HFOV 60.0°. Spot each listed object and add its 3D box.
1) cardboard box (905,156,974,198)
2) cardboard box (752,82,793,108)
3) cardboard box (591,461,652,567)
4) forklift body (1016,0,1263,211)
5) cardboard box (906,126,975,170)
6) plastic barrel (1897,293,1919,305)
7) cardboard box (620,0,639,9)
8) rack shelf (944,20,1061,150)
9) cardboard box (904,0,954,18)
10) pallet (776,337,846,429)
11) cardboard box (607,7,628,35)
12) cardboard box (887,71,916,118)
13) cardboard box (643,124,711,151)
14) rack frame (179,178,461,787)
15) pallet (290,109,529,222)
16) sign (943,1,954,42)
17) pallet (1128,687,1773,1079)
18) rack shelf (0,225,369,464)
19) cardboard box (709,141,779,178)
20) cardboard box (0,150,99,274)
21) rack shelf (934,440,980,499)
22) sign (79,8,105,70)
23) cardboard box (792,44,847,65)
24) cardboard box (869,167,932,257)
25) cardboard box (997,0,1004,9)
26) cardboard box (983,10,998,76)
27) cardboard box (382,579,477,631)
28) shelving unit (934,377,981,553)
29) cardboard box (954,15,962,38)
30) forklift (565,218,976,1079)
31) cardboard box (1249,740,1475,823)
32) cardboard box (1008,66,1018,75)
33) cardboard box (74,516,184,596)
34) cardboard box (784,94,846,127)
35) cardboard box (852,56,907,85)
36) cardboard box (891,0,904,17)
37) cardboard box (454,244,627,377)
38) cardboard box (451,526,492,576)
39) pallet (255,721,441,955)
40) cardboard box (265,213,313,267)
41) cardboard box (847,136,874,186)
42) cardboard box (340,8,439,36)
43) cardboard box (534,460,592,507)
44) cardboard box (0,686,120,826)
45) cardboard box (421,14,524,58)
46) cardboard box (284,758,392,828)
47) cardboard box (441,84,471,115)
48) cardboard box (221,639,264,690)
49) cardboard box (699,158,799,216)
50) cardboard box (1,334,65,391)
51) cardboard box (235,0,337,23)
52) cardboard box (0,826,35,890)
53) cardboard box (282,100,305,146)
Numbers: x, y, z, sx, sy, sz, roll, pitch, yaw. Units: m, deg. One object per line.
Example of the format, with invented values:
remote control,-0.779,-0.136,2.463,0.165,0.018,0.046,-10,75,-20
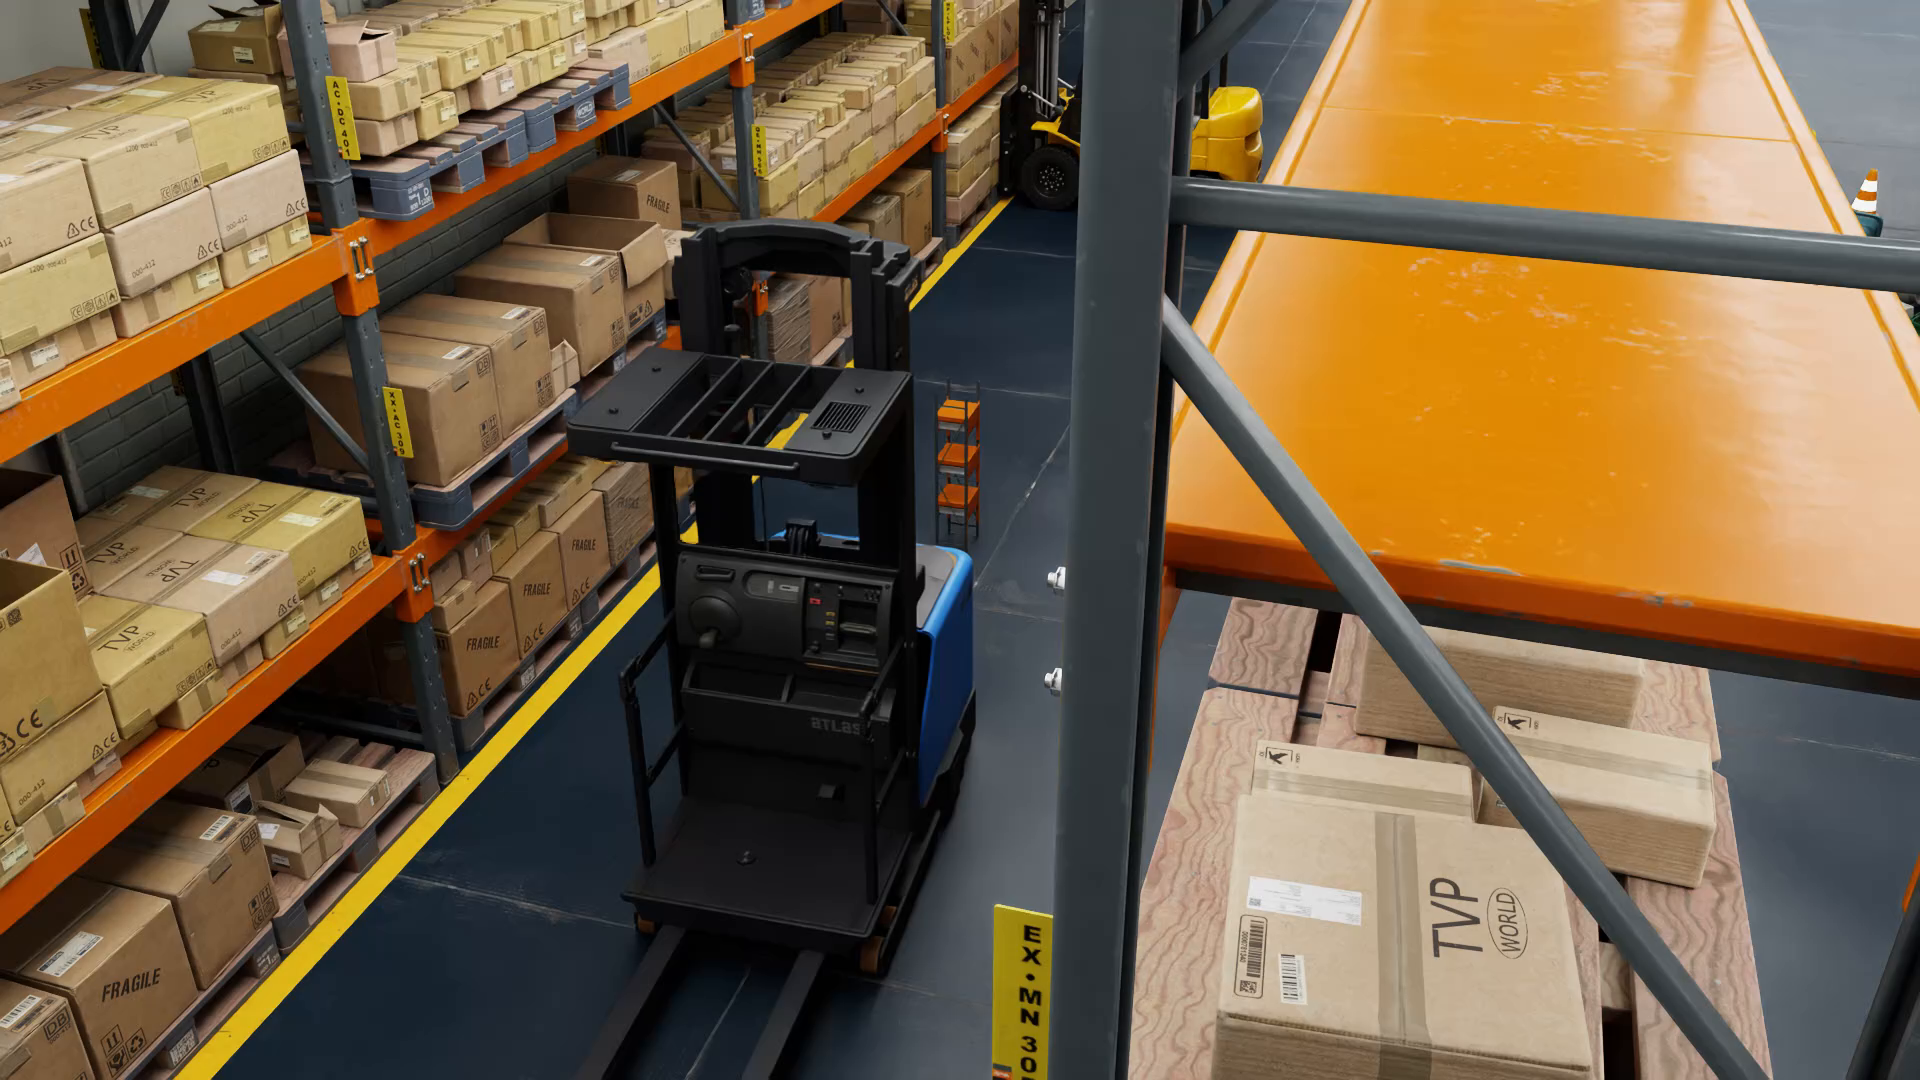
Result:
cardboard box,-0.180,-3.304,15.021,0.500,0.250,0.500,8,30,15
cardboard box,-1.457,-3.287,12.339,0.380,0.149,0.250,9,30,16
cardboard box,-2.153,-0.209,9.715,0.500,0.500,0.500,7,30,13
forklift body,1.744,-4.269,15.747,2.313,2.155,1.214,8,30,15
cardboard box,-0.175,-3.522,14.898,0.500,0.250,0.500,8,30,14
plastic barrel,7.757,-2.177,13.763,0.421,0.421,0.512,-17,34,-28
cardboard box,-1.919,-2.926,8.812,0.380,0.149,0.250,8,30,14
rack shelf,-0.030,-4.538,16.097,1.077,0.370,4.000,8,30,15
cardboard box,-0.267,-4.623,14.433,0.380,0.149,0.250,9,30,16
pallet,-1.513,-1.222,12.265,1.003,0.211,1.213,8,30,15
cardboard box,-2.014,-2.818,8.923,0.380,0.149,0.250,9,30,15
cardboard box,-0.661,-3.571,13.259,0.500,0.250,0.500,8,30,14
cardboard box,-1.919,-2.709,11.299,0.380,0.149,0.250,9,30,16
rack frame,-2.966,-0.205,7.568,1.000,3.000,0.127,8,30,15
pallet,-2.707,-1.727,7.411,1.213,0.211,1.003,8,30,15
sign,-0.096,-4.321,13.858,0.100,0.325,0.005,8,30,15
pallet,0.814,0.742,2.871,1.003,0.211,1.213,8,30,15
rack shelf,-3.553,-0.272,5.343,1.077,0.370,4.000,8,30,15
cardboard box,-1.416,-2.497,10.918,0.380,0.149,0.250,9,30,16
cardboard box,-3.181,-1.058,5.351,0.500,0.250,0.500,9,30,16
rack shelf,-0.016,-0.425,9.990,0.215,0.259,0.240,8,30,15
sign,-3.497,-1.991,6.757,0.100,0.325,0.005,8,30,15
cardboard box,-1.129,-3.884,13.412,0.380,0.149,0.250,8,30,15
cardboard box,-0.760,-2.825,14.288,0.875,0.625,0.625,10,31,17
cardboard box,0.200,-5.076,15.555,0.380,0.149,0.250,8,30,14
cardboard box,0.047,-4.615,15.393,0.500,0.500,0.500,8,30,14
cardboard box,-2.606,0.292,8.147,0.380,0.149,0.250,10,31,17
shelving unit,-0.016,-0.434,9.985,0.215,1.050,0.252,8,30,15
cardboard box,-0.198,-4.481,14.485,0.380,0.149,0.250,9,30,16
forklift,-0.776,0.340,6.659,1.130,2.935,3.031,7,30,12
cardboard box,0.699,0.504,2.932,0.380,0.149,0.250,6,30,11
cardboard box,0.575,-4.704,17.023,0.500,0.250,0.500,9,30,16
cardboard box,-3.510,0.156,6.767,0.500,0.250,0.500,8,30,14
cardboard box,-1.048,-3.098,11.999,0.380,0.149,0.250,9,30,16
cardboard box,-0.636,-3.690,13.062,0.380,0.149,0.250,8,30,13
cardboard box,-0.699,-4.682,14.540,0.380,0.149,0.250,8,30,14
cardboard box,-2.227,-1.231,8.877,0.700,0.500,0.500,8,30,15
cardboard box,-2.576,0.034,8.305,0.380,0.149,0.250,7,30,12
pallet,-3.168,1.333,7.673,1.003,0.211,1.213,8,30,15
cardboard box,-2.789,-1.197,6.524,0.380,0.149,0.250,8,30,15
cardboard box,-0.977,-2.884,12.538,0.500,0.250,0.500,9,30,16
cardboard box,-2.683,-2.398,7.842,0.380,0.149,0.250,8,30,13
cardboard box,-2.283,-0.324,9.254,0.380,0.149,0.250,10,30,17
cardboard box,-3.326,0.706,5.779,0.500,0.250,0.500,8,30,14
cardboard box,-2.264,-2.336,7.731,0.380,0.149,0.250,9,30,16
cardboard box,-2.848,1.158,7.618,0.380,0.149,0.250,8,30,13
cardboard box,-2.408,-1.962,7.365,0.380,0.149,0.250,9,30,15
cardboard box,-3.030,0.455,6.639,0.380,0.149,0.250,9,30,16
cardboard box,-1.404,-2.385,11.126,0.500,0.250,0.500,8,30,15
cardboard box,-3.202,-0.608,5.466,0.380,0.149,0.250,9,30,15
cardboard box,-2.895,-2.224,7.103,0.396,0.266,0.258,8,30,15
cardboard box,-3.355,1.058,5.555,0.380,0.149,0.250,8,30,13
cardboard box,-2.943,-1.784,7.045,0.380,0.149,0.250,8,30,15
